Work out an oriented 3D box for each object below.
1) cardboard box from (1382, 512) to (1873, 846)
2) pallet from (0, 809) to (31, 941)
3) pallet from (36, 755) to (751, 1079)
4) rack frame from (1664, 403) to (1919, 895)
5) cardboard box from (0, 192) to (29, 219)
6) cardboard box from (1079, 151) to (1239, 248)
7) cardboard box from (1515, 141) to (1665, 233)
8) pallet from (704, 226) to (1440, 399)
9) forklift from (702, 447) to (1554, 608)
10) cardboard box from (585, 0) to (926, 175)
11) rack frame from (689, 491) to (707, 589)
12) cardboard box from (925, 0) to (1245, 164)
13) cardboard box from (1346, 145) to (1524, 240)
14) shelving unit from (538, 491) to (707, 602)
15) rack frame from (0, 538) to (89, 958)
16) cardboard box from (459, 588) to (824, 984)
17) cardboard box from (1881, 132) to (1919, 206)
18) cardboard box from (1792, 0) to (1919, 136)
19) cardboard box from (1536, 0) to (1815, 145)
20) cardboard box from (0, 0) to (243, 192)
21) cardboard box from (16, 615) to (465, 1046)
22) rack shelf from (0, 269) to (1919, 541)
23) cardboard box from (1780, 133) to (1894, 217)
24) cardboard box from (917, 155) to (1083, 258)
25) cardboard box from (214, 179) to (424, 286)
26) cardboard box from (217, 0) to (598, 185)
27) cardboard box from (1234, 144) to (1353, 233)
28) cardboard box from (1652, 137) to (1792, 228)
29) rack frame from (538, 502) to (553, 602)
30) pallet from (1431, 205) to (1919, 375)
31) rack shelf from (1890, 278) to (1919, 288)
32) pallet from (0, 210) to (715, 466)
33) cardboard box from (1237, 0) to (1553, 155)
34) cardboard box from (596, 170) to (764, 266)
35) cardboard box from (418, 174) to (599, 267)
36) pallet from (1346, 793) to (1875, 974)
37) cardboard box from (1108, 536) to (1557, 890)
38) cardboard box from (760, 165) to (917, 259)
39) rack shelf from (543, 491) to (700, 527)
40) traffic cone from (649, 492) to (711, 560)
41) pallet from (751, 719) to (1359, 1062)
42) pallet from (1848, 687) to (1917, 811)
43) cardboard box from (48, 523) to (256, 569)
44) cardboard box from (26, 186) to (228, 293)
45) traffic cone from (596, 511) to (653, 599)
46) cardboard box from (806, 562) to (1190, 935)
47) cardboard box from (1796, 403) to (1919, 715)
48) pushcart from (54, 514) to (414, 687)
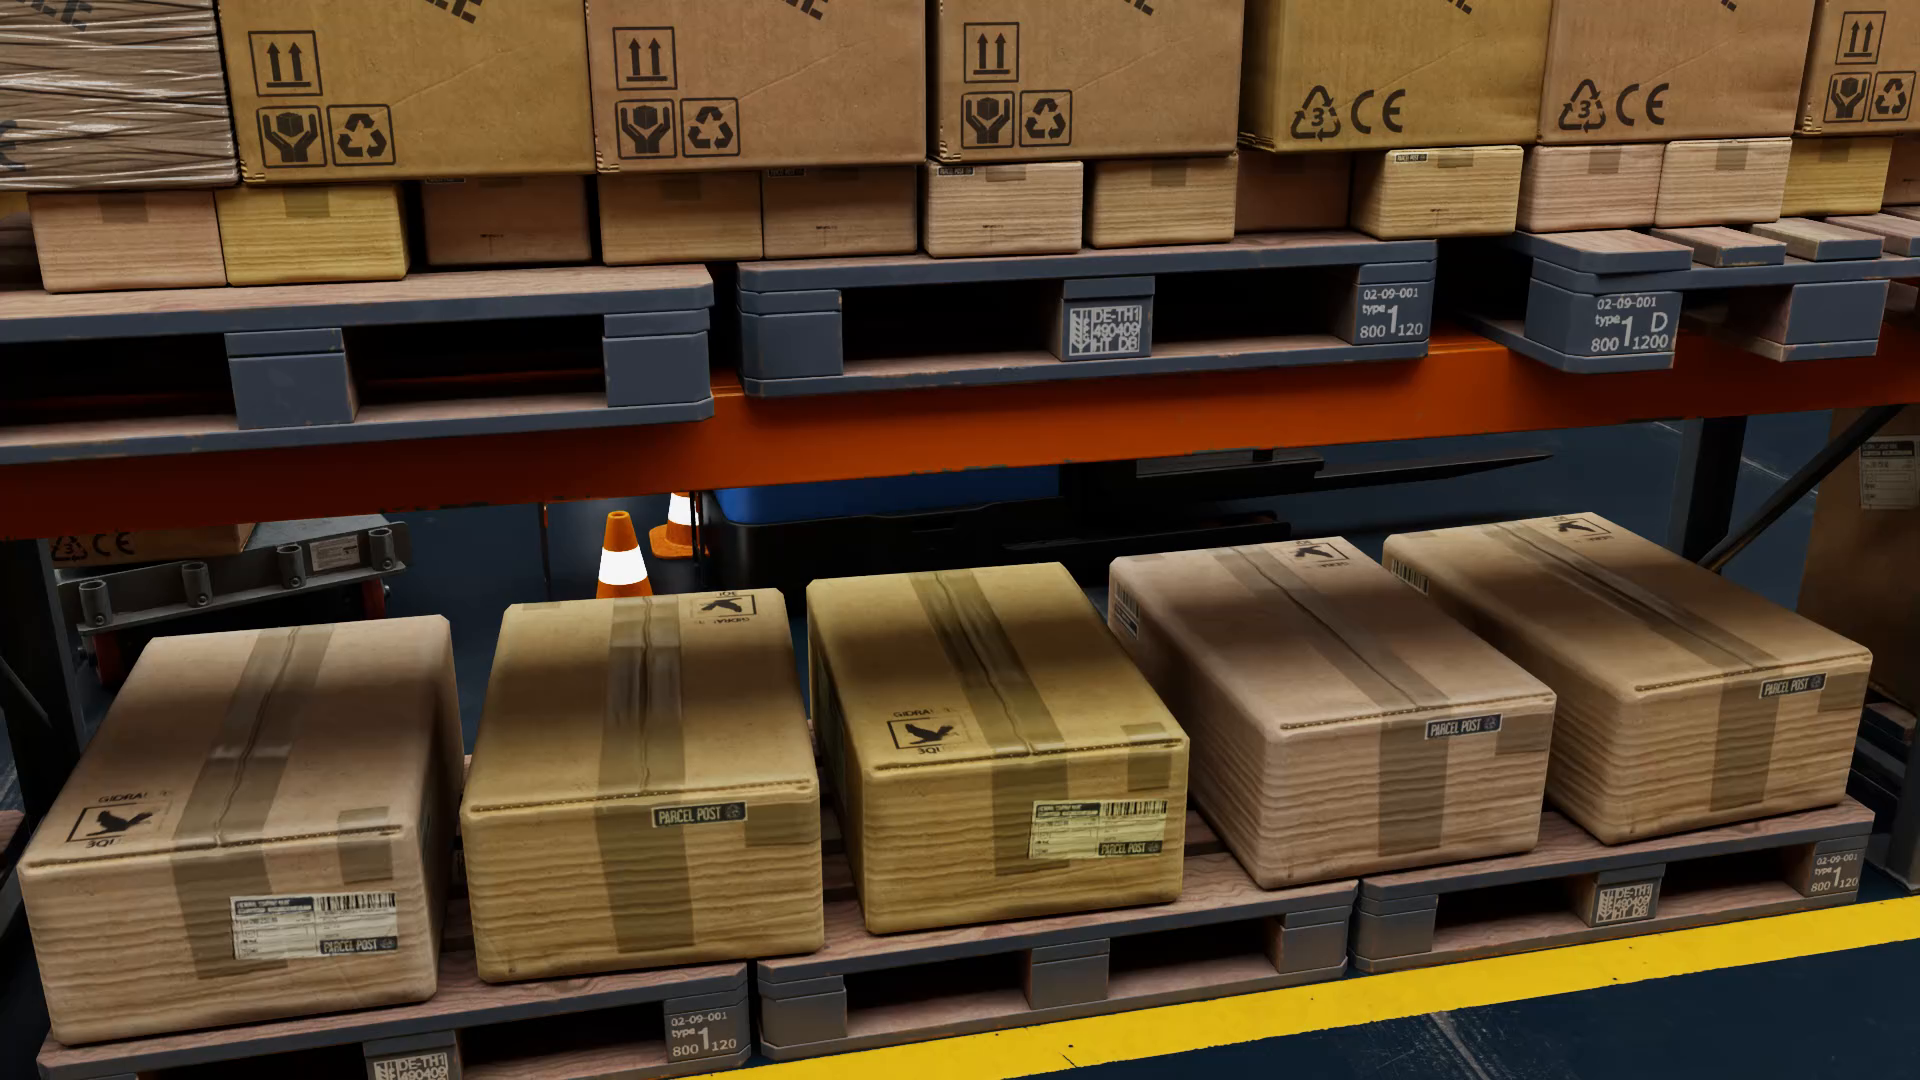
[{"bbox_3d":[1.494,0.282,3.893,0.625,0.372,0.950,-6,21,-16],"label":"cardboard box"},{"bbox_3d":[-2.492,0.895,3.065,1.213,0.211,1.003,-5,21,-12],"label":"pallet"},{"bbox_3d":[-1.089,0.768,3.412,1.213,0.211,1.003,-5,21,-12],"label":"pallet"},{"bbox_3d":[2.046,-0.796,3.627,0.127,3.000,1.000,-5,21,-12],"label":"rack frame"},{"bbox_3d":[-3.712,-1.301,7.485,0.875,0.875,0.875,-4,21,-12],"label":"cardboard box"},{"bbox_3d":[0.292,-0.621,2.905,0.250,0.149,0.380,-5,21,-14],"label":"cardboard box"},{"bbox_3d":[1.055,-0.673,3.045,0.250,0.149,0.380,-6,21,-15],"label":"cardboard box"},{"bbox_3d":[0.129,-0.536,3.194,1.213,0.211,1.003,-5,21,-12],"label":"pallet"},{"bbox_3d":[0.603,-1.438,5.478,3.031,2.935,1.130,-6,21,-15],"label":"forklift"},{"bbox_3d":[-0.353,-0.879,2.664,0.500,0.500,0.500,-5,21,-13],"label":"cardboard box"},{"bbox_3d":[-0.859,-0.446,5.288,0.015,1.200,0.240,-6,21,-15],"label":"rack frame"},{"bbox_3d":[0.145,-0.923,2.785,0.500,0.500,0.500,-6,21,-15],"label":"cardboard box"},{"bbox_3d":[0.791,-0.646,2.973,0.250,0.149,0.380,-4,21,-12],"label":"cardboard box"},{"bbox_3d":[-1.093,-0.423,5.225,0.503,1.200,0.258,-6,21,-15],"label":"shelving unit"},{"bbox_3d":[-1.847,-0.479,2.762,0.127,3.000,1.000,-5,21,-12],"label":"rack frame"},{"bbox_3d":[-0.638,0.457,3.416,0.625,0.372,0.950,-3,20,-9],"label":"cardboard box"},{"bbox_3d":[1.781,-0.770,3.312,0.250,0.149,0.380,-4,20,-10],"label":"cardboard box"},{"bbox_3d":[1.668,-1.051,3.134,0.500,0.500,0.500,-5,21,-14],"label":"cardboard box"},{"bbox_3d":[1.167,-1.006,3.012,0.500,0.500,0.500,-5,21,-13],"label":"cardboard box"},{"bbox_3d":[-1.324,-0.804,2.461,0.500,0.500,0.500,-4,21,-11],"label":"cardboard box"},{"bbox_3d":[-1.337,0.515,3.258,0.625,0.372,0.950,-4,21,-12],"label":"cardboard box"},{"bbox_3d":[0.100,-0.300,3.318,4.000,0.370,1.077,-5,21,-12],"label":"rack shelf"},{"bbox_3d":[1.537,-0.725,3.188,0.250,0.149,0.380,-4,21,-12],"label":"cardboard box"},{"bbox_3d":[0.039,-0.590,2.820,0.250,0.149,0.380,-4,20,-10],"label":"cardboard box"},{"bbox_3d":[-0.991,-0.513,2.610,0.250,0.149,0.380,-4,21,-11],"label":"cardboard box"},{"bbox_3d":[-0.837,-0.844,2.570,0.500,0.500,0.500,-5,21,-12],"label":"cardboard box"},{"bbox_3d":[0.517,-0.669,3.034,0.250,0.149,0.380,-4,21,-12],"label":"cardboard box"},{"bbox_3d":[1.302,-0.690,3.092,0.250,0.149,0.380,-5,21,-13],"label":"cardboard box"},{"bbox_3d":[-1.328,-0.400,5.162,0.015,1.200,0.240,-6,21,-15],"label":"rack frame"},{"bbox_3d":[1.377,-0.614,3.408,1.003,0.211,1.213,-5,21,-12],"label":"pallet"},{"bbox_3d":[3.992,-0.616,4.182,4.000,0.370,1.077,-5,21,-12],"label":"rack shelf"},{"bbox_3d":[-1.069,-0.401,2.828,1.213,0.211,1.003,-5,21,-12],"label":"pallet"},{"bbox_3d":[0.676,-0.966,2.902,0.500,0.500,0.500,-6,21,-16],"label":"cardboard box"},{"bbox_3d":[-0.473,-0.568,2.758,0.250,0.149,0.380,-4,21,-12],"label":"cardboard box"},{"bbox_3d":[-0.733,-0.561,2.741,0.250,0.149,0.380,-3,20,-9],"label":"cardboard box"},{"bbox_3d":[1.285,0.575,3.939,1.213,0.211,1.003,-5,21,-12],"label":"pallet"},{"bbox_3d":[0.778,0.343,3.727,0.625,0.372,0.950,-5,21,-14],"label":"cardboard box"},{"bbox_3d":[-0.232,-0.587,2.810,0.250,0.149,0.380,-4,21,-12],"label":"cardboard box"},{"bbox_3d":[-1.093,-0.173,5.316,0.480,0.148,0.258,-6,21,-15],"label":"rack shelf"},{"bbox_3d":[-0.910,-0.213,5.722,0.334,0.463,0.336,-5,21,-12],"label":"traffic cone"},{"bbox_3d":[0.100,0.670,3.678,1.213,0.211,1.003,-5,21,-12],"label":"pallet"},{"bbox_3d":[2.831,0.476,4.208,1.213,0.211,1.003,-5,21,-12],"label":"pallet"},{"bbox_3d":[-2.285,-0.255,4.682,0.500,0.500,0.500,-5,21,-12],"label":"cardboard box"},{"bbox_3d":[-1.236,-0.497,2.564,0.250,0.149,0.380,-4,21,-12],"label":"cardboard box"},{"bbox_3d":[-0.962,0.145,4.746,0.334,0.463,0.336,-5,21,-12],"label":"traffic cone"},{"bbox_3d":[0.038,0.401,3.568,0.625,0.372,0.950,-4,20,-11],"label":"cardboard box"},{"bbox_3d":[2.737,-0.022,3.993,0.875,0.875,0.875,-5,21,-13],"label":"cardboard box"},{"bbox_3d":[-2.420,-0.007,5.286,0.936,0.377,1.648,-13,24,-31],"label":"pushcart"}]
